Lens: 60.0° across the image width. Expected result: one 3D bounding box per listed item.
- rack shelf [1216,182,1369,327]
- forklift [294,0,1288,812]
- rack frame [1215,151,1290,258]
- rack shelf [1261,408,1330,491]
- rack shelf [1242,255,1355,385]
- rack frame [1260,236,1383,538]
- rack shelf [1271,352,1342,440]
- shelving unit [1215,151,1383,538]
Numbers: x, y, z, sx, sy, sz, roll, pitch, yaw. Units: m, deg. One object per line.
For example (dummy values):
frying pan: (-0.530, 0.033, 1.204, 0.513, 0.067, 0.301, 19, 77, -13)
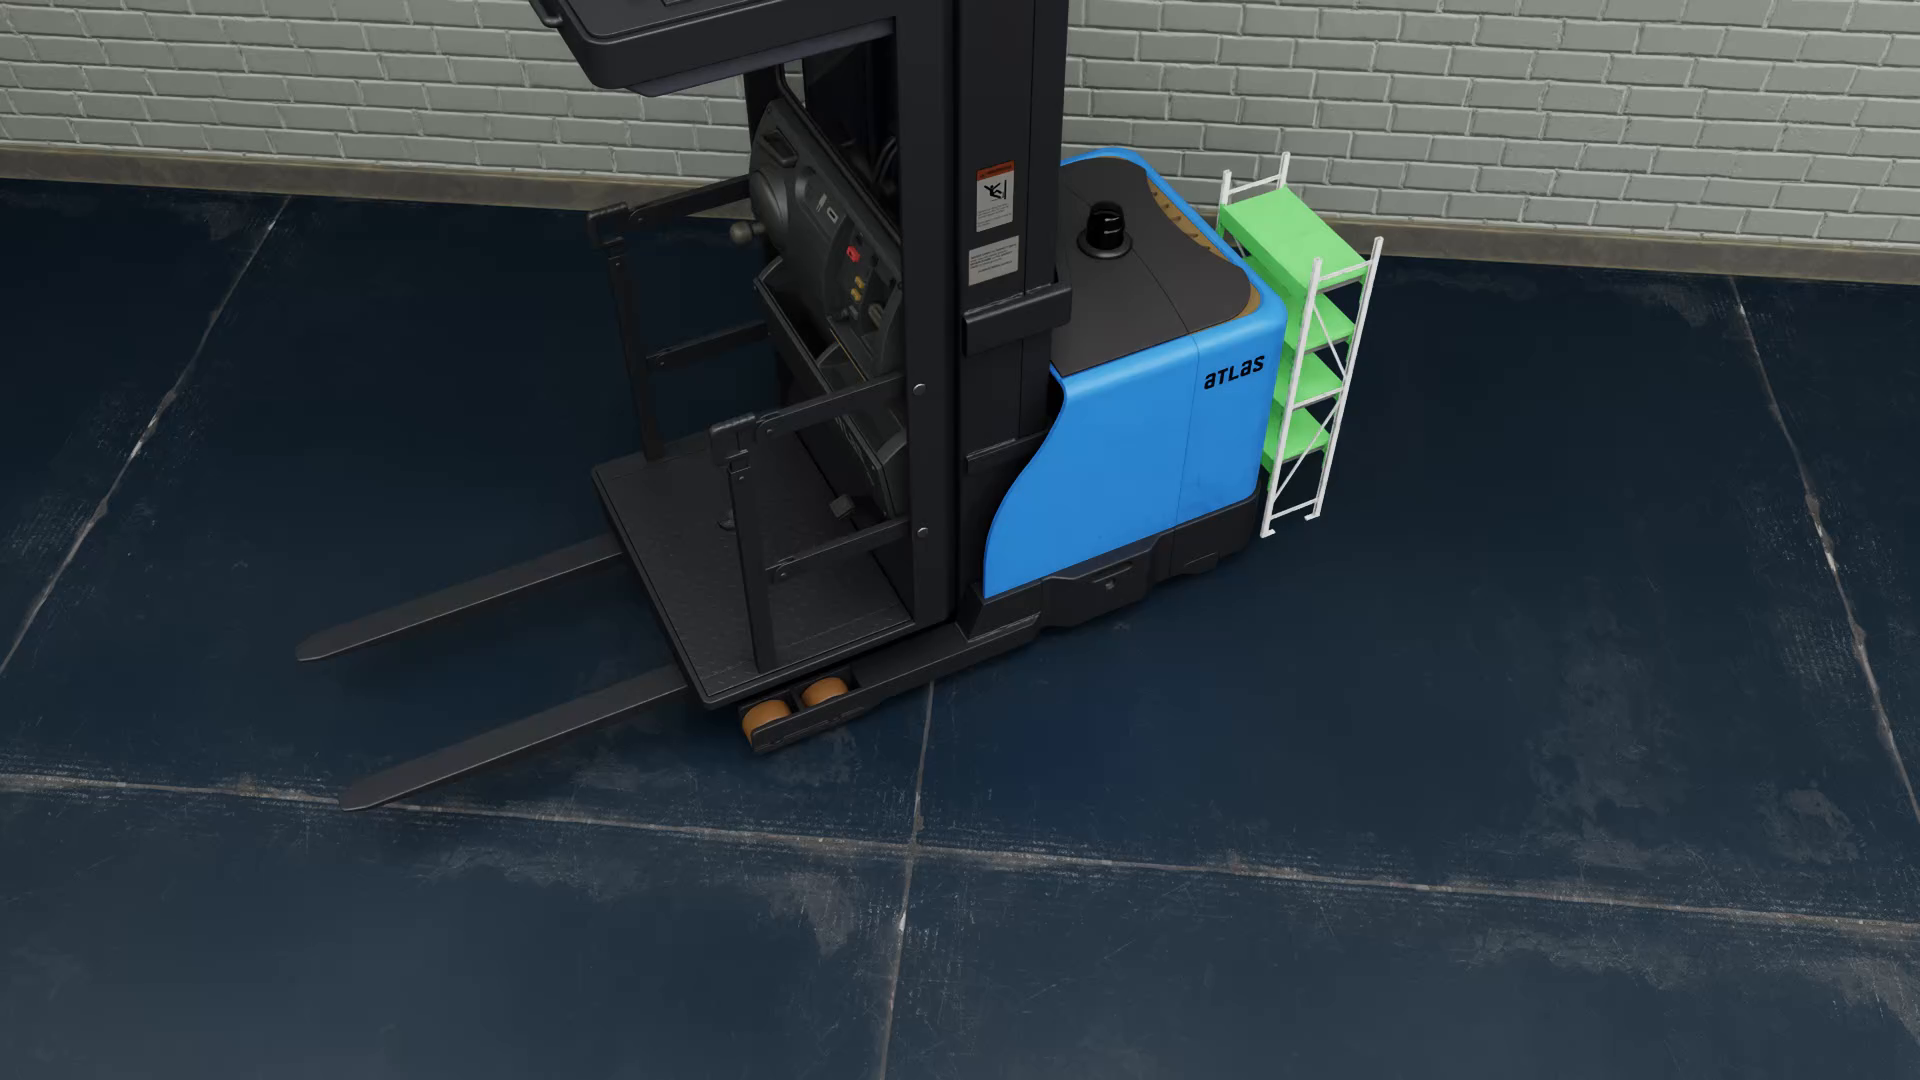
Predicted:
rack shelf: (1.040, -0.897, 5.194, 0.258, 0.148, 0.480, -20, 51, -18)
forklift: (-0.557, -0.784, 4.481, 3.031, 2.935, 1.130, -20, 51, -18)
rack frame: (0.930, -0.777, 5.648, 0.240, 1.200, 0.015, -20, 51, -18)
rack shelf: (1.040, -0.411, 5.725, 0.258, 0.148, 0.480, -20, 51, -18)
rack shelf: (1.040, -0.735, 5.371, 0.258, 0.148, 0.480, -20, 51, -18)
rack frame: (1.149, -0.455, 5.353, 0.240, 1.200, 0.015, -20, 51, -18)
rack shelf: (1.040, -0.573, 5.548, 0.258, 0.148, 0.480, -20, 51, -18)
shelving unit: (1.040, -0.616, 5.501, 0.258, 1.200, 0.503, -20, 51, -18)
